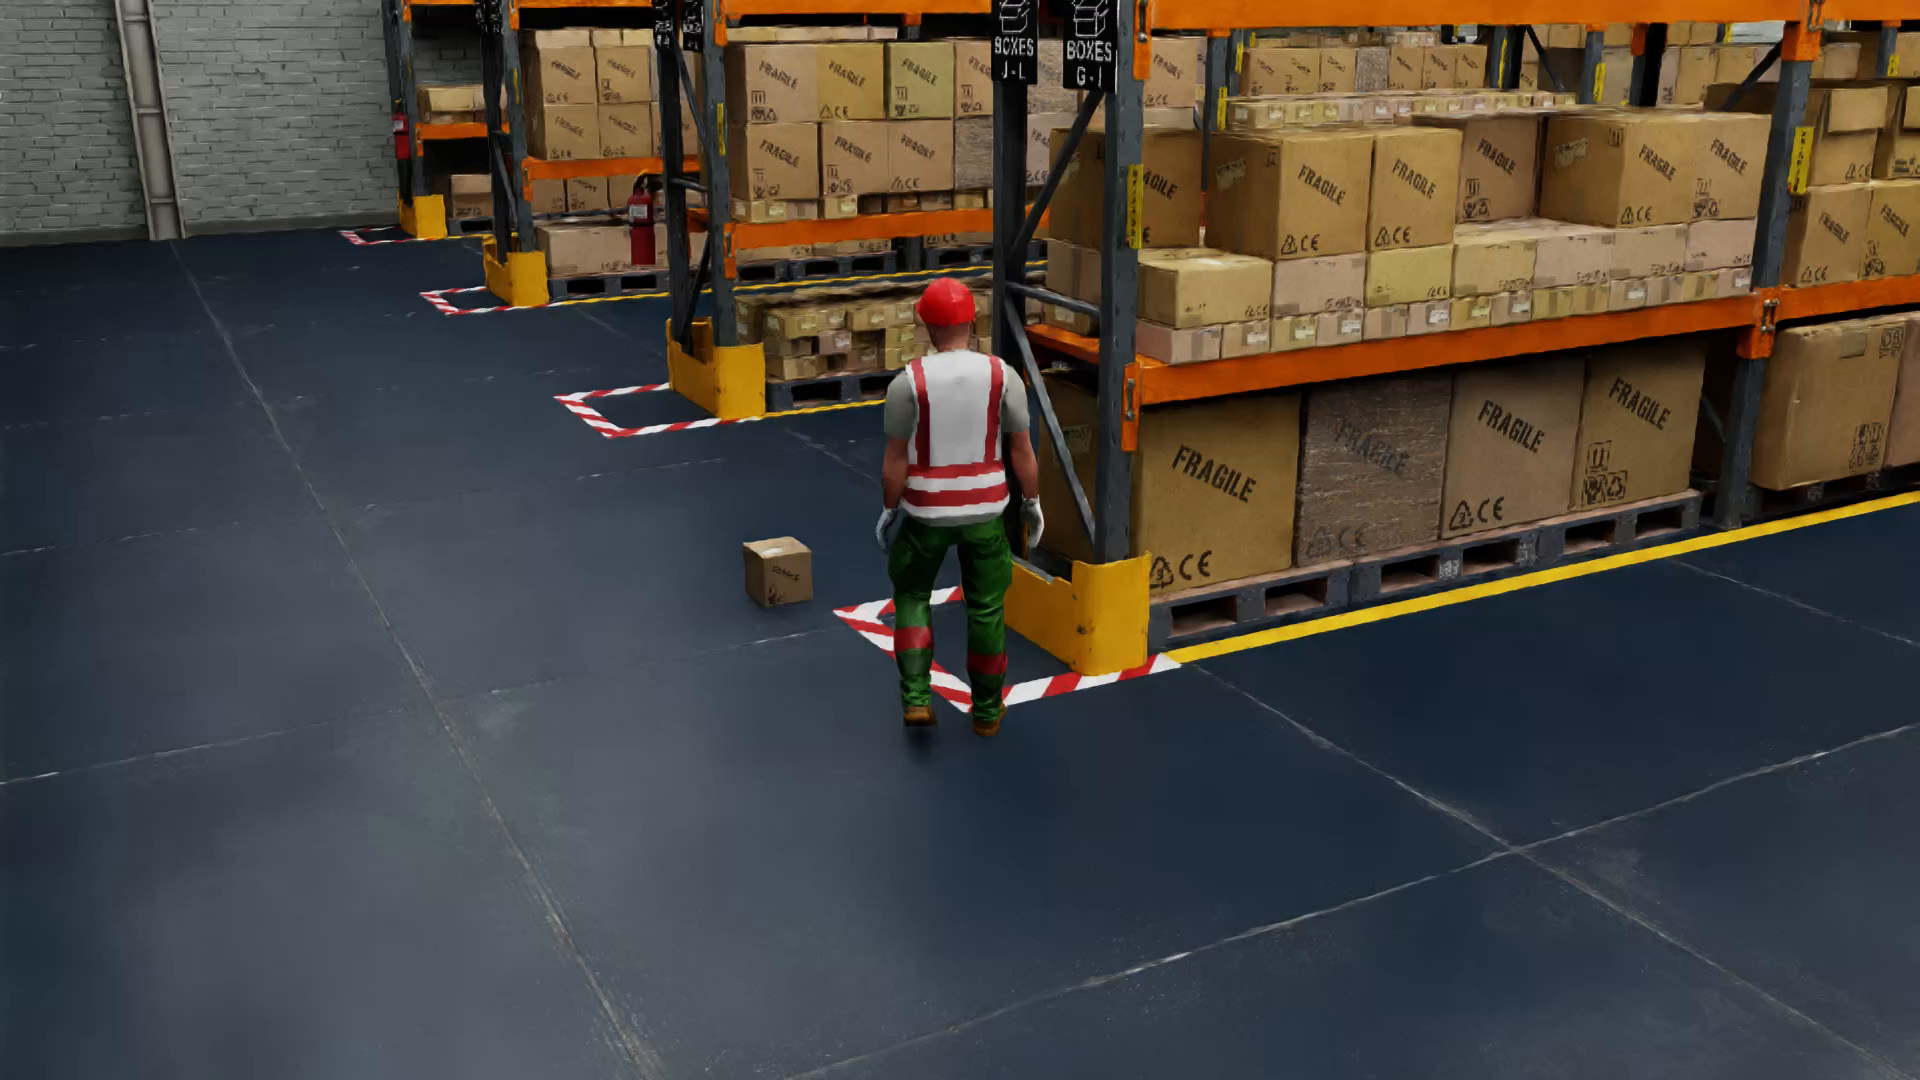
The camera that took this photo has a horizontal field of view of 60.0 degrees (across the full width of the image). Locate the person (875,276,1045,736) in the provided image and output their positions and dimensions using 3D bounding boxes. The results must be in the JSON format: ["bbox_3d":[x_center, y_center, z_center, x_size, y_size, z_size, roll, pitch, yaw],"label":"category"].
[{"bbox_3d":[0.001,-0.103,6.312,0.646,1.792,0.422,-2,18,-7],"label":"person"}]
